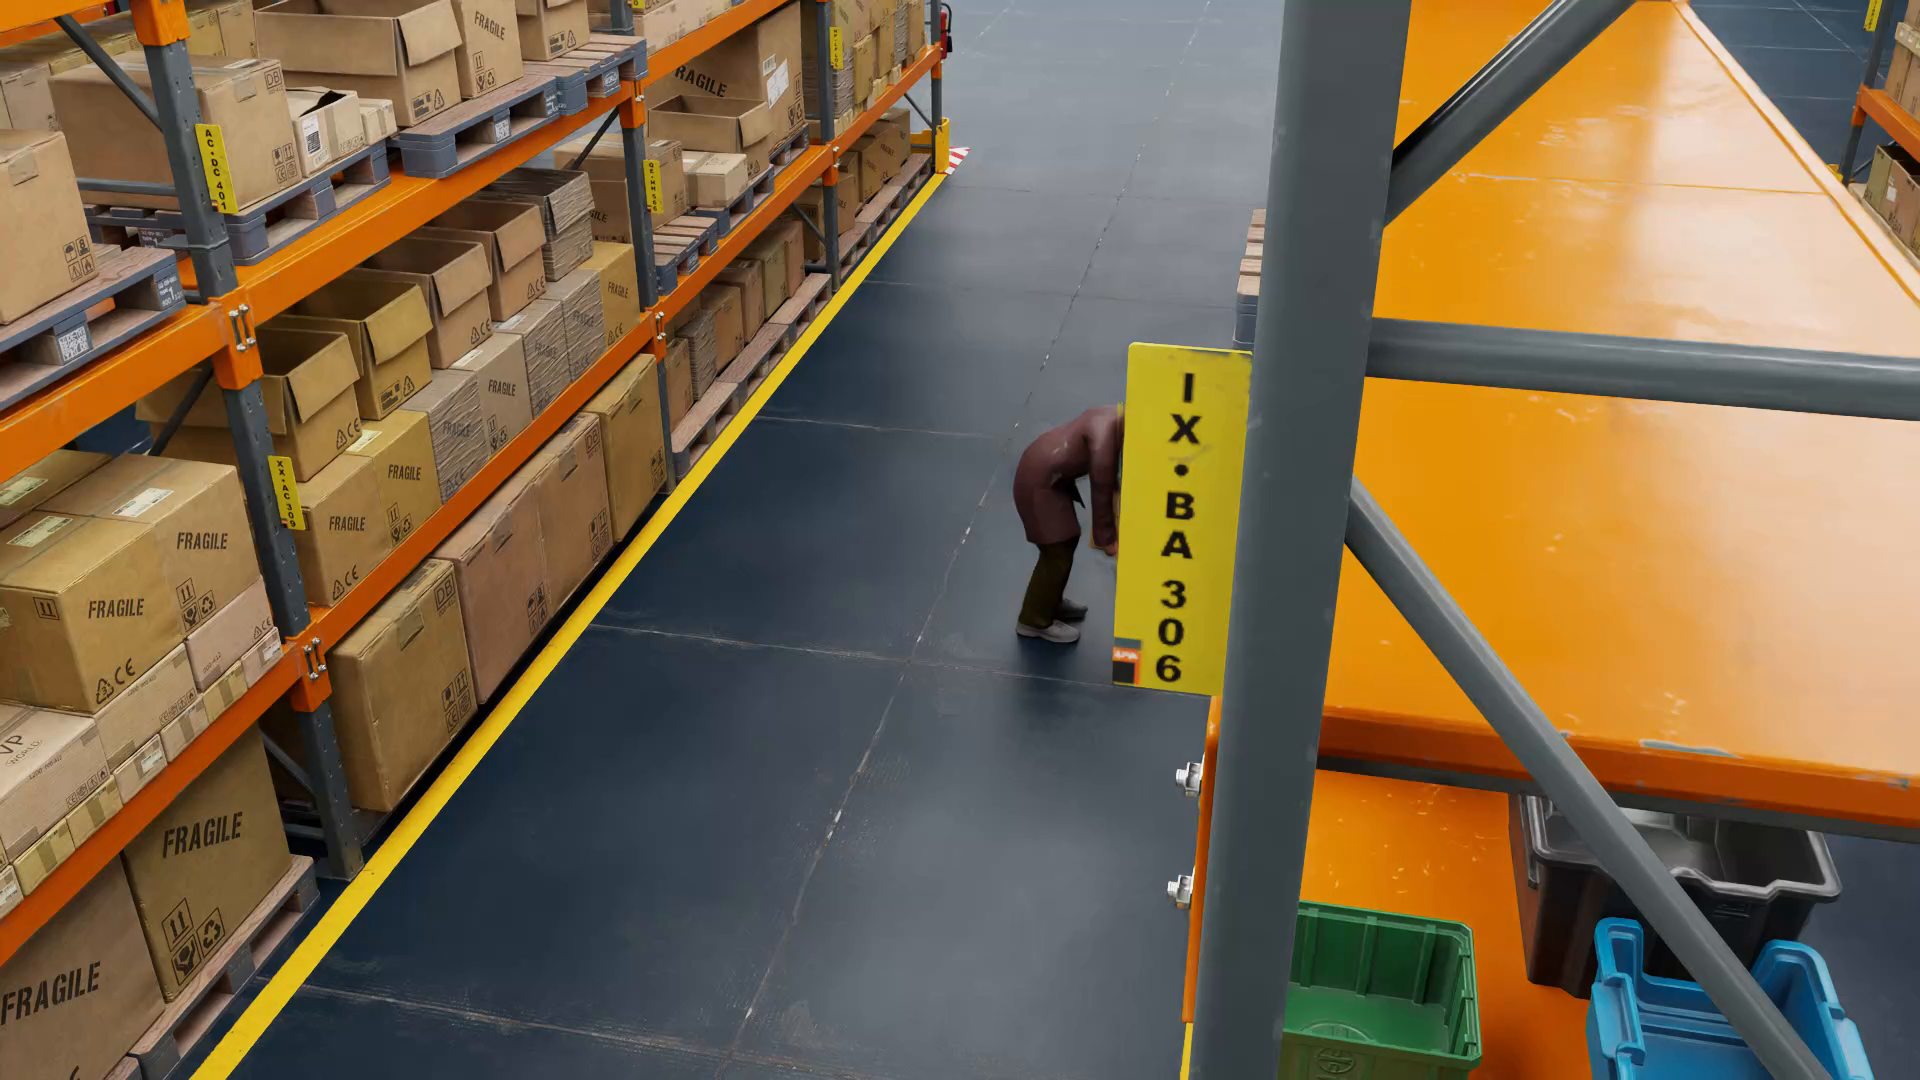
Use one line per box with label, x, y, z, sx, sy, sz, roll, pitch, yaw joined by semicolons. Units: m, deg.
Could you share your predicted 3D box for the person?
person;0.700;-0.151;9.216;0.815;1.500;0.549;5;29;10
